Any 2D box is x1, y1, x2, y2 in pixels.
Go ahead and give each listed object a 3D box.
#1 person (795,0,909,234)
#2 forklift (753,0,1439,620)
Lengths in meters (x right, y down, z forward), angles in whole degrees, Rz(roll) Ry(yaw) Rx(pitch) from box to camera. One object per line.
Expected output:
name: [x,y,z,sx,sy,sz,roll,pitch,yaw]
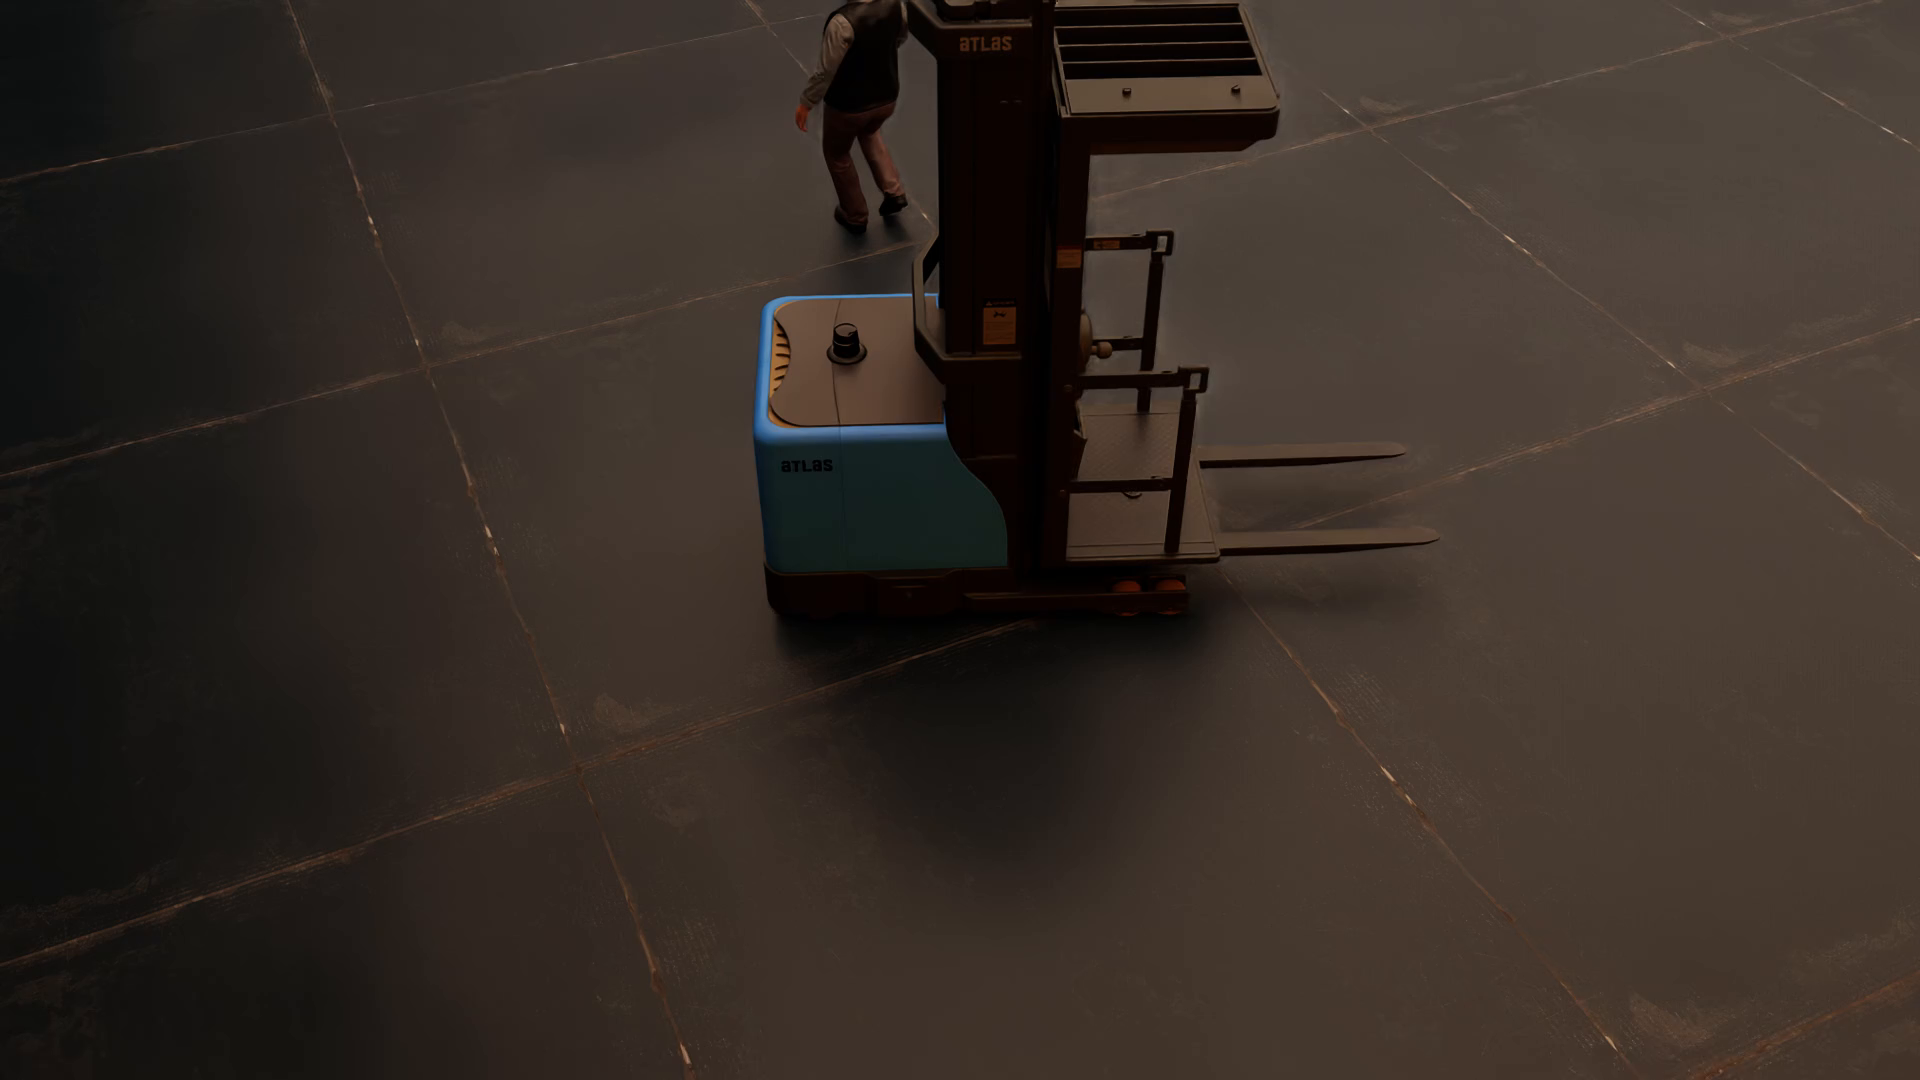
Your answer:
person: [-0.609,-2.457,9.230,0.760,1.688,0.481,-26,49,-26]
forklift: [0.635,-1.091,6.849,3.031,2.935,1.130,-2,43,-2]
